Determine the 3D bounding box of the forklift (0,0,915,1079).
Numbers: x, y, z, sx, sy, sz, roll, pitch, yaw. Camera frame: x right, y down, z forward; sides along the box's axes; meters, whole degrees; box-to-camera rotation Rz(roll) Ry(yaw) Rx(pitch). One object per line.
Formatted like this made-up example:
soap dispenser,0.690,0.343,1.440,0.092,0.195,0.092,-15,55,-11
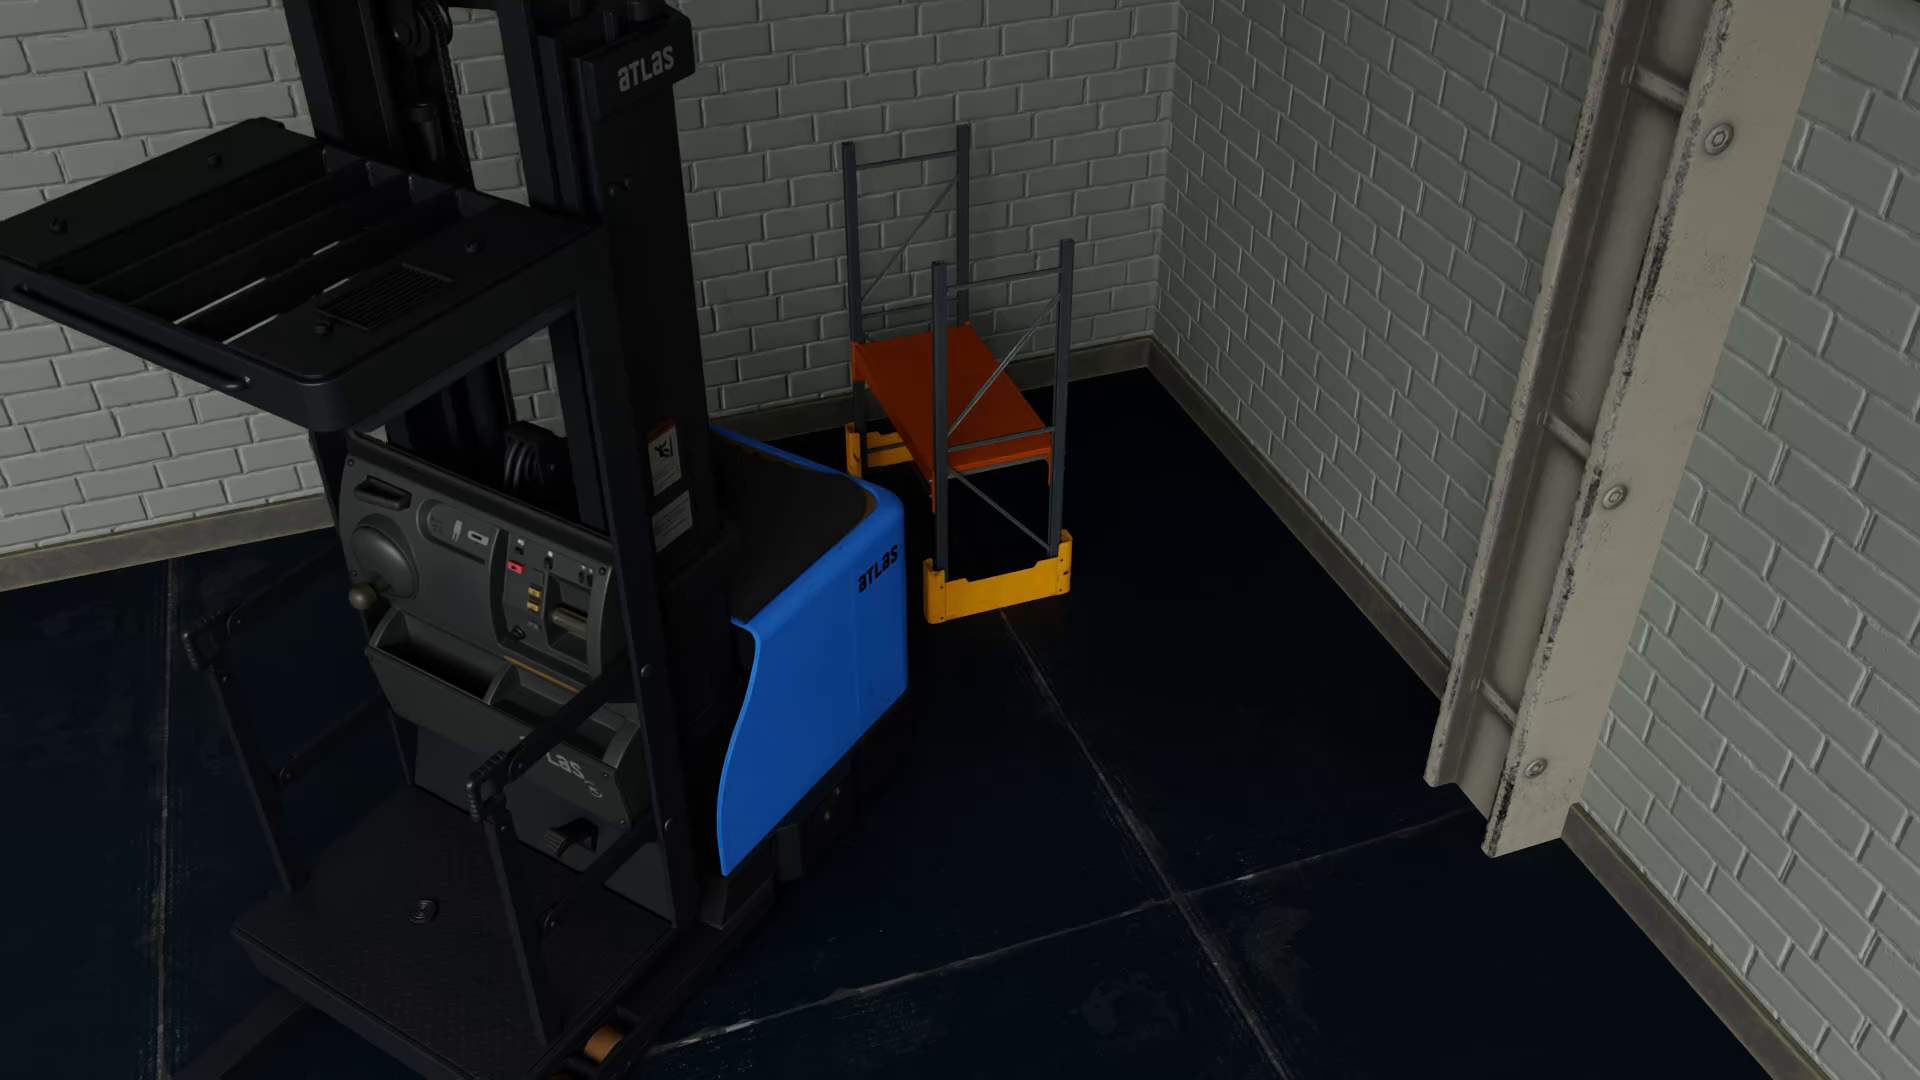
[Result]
forklift,-1.365,0.141,4.127,1.130,2.935,3.031,21,42,25

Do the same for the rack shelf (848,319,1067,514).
rack shelf,-0.029,-0.504,6.471,0.538,0.185,1.000,-12,39,-16

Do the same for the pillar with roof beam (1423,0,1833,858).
pillar with roof beam,-2.251,-1.817,1.682,9.100,9.000,0.400,-12,39,-16

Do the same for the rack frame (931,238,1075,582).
rack frame,0.146,-0.360,5.981,0.500,1.500,0.032,-12,39,-16

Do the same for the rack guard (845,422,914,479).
rack guard,-0.198,-0.424,7.105,0.587,0.250,0.087,-12,39,-16

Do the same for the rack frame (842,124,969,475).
rack frame,-0.204,-0.934,6.744,0.500,1.500,0.032,-12,39,-16

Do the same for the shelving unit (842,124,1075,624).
shelving unit,-0.026,-0.642,6.356,0.587,1.500,1.083,-12,39,-16

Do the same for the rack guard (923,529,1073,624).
rack guard,0.145,0.138,6.358,0.587,0.250,0.087,-12,39,-16
